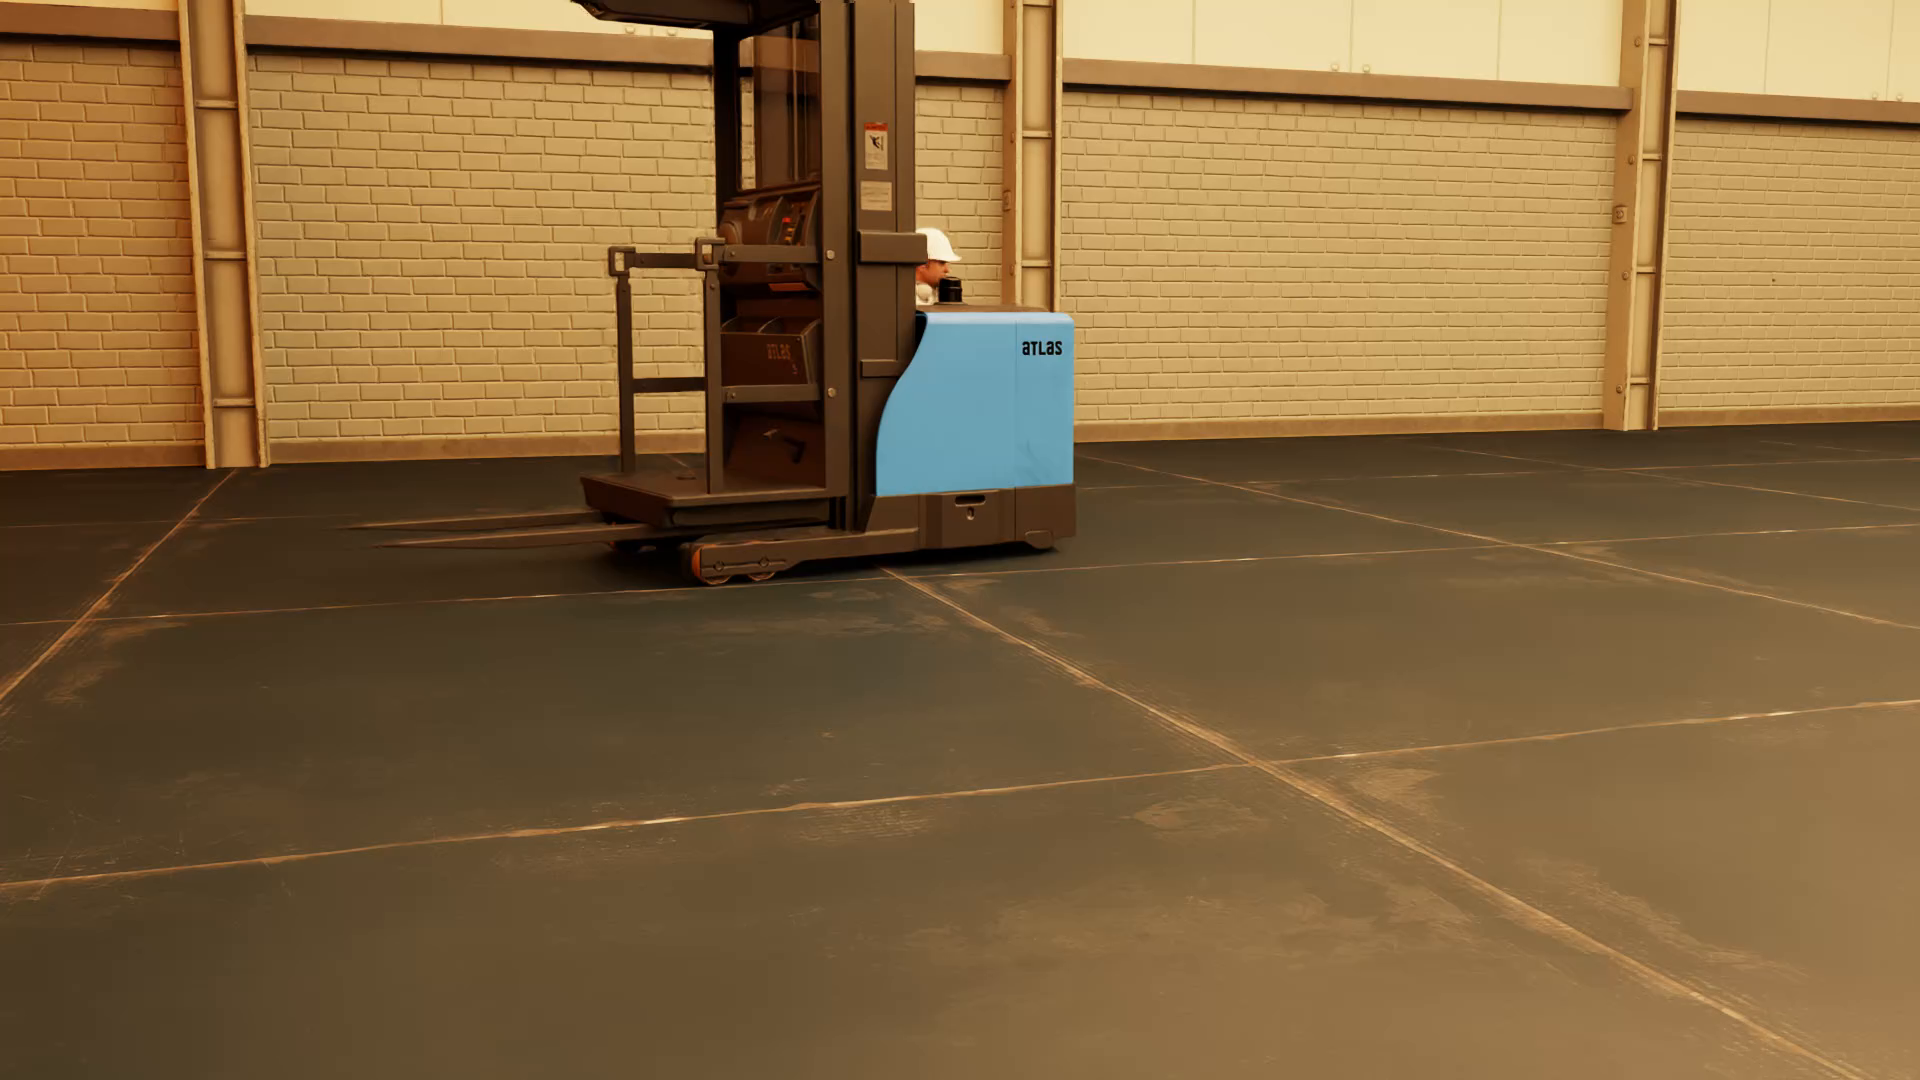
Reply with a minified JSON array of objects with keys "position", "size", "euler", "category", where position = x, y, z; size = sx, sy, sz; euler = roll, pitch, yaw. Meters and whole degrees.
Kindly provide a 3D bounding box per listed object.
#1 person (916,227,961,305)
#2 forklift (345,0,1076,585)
[{"position":[-0.043,-0.812,8.544],"size":[0.921,1.565,0.784],"euler":[2,8,15],"category":"person"},{"position":[-1.001,-1.354,7.003],"size":[3.031,2.935,1.130],"euler":[-5,9,-31],"category":"forklift"}]
